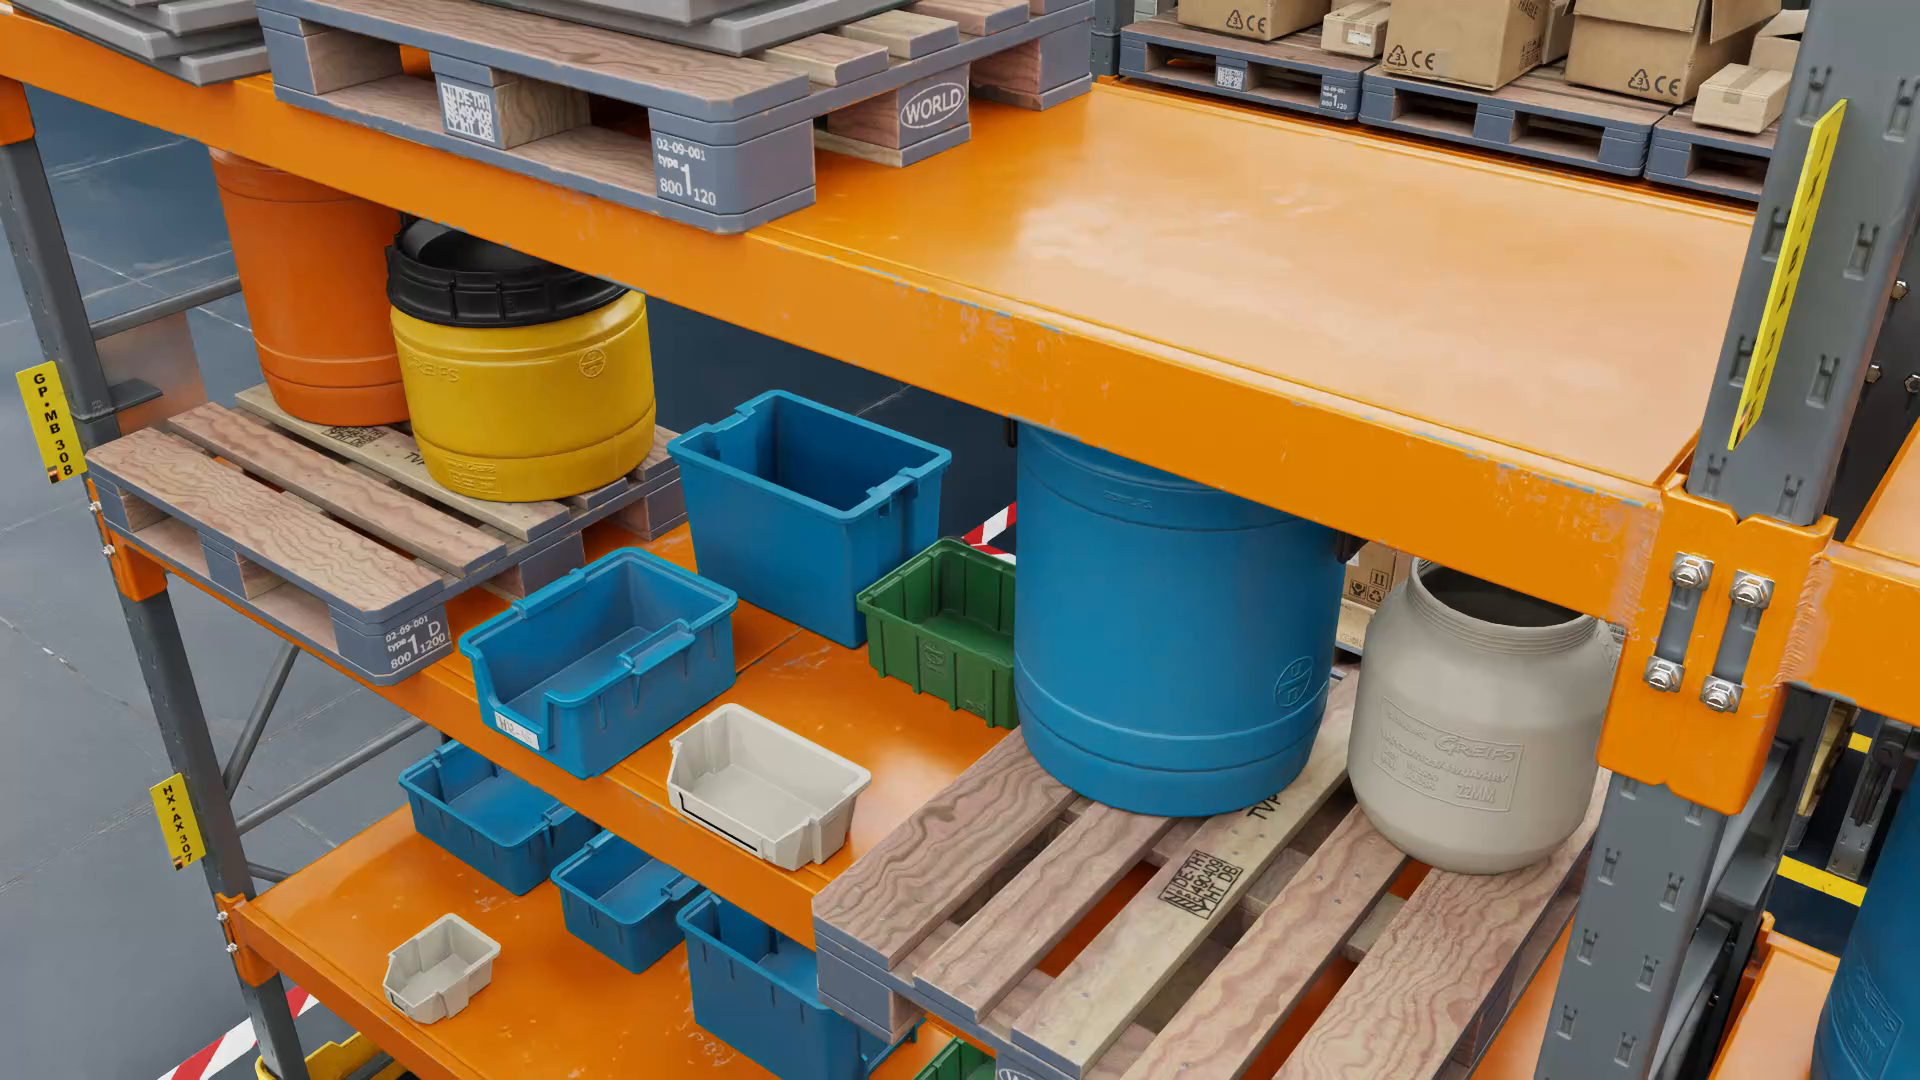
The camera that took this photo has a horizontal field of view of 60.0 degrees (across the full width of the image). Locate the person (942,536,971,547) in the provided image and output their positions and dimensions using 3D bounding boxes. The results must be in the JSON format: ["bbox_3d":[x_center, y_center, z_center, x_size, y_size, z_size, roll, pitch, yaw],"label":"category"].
[{"bbox_3d":[-0.073,0.704,6.919,0.418,1.653,0.563,20,36,29],"label":"person"}]
